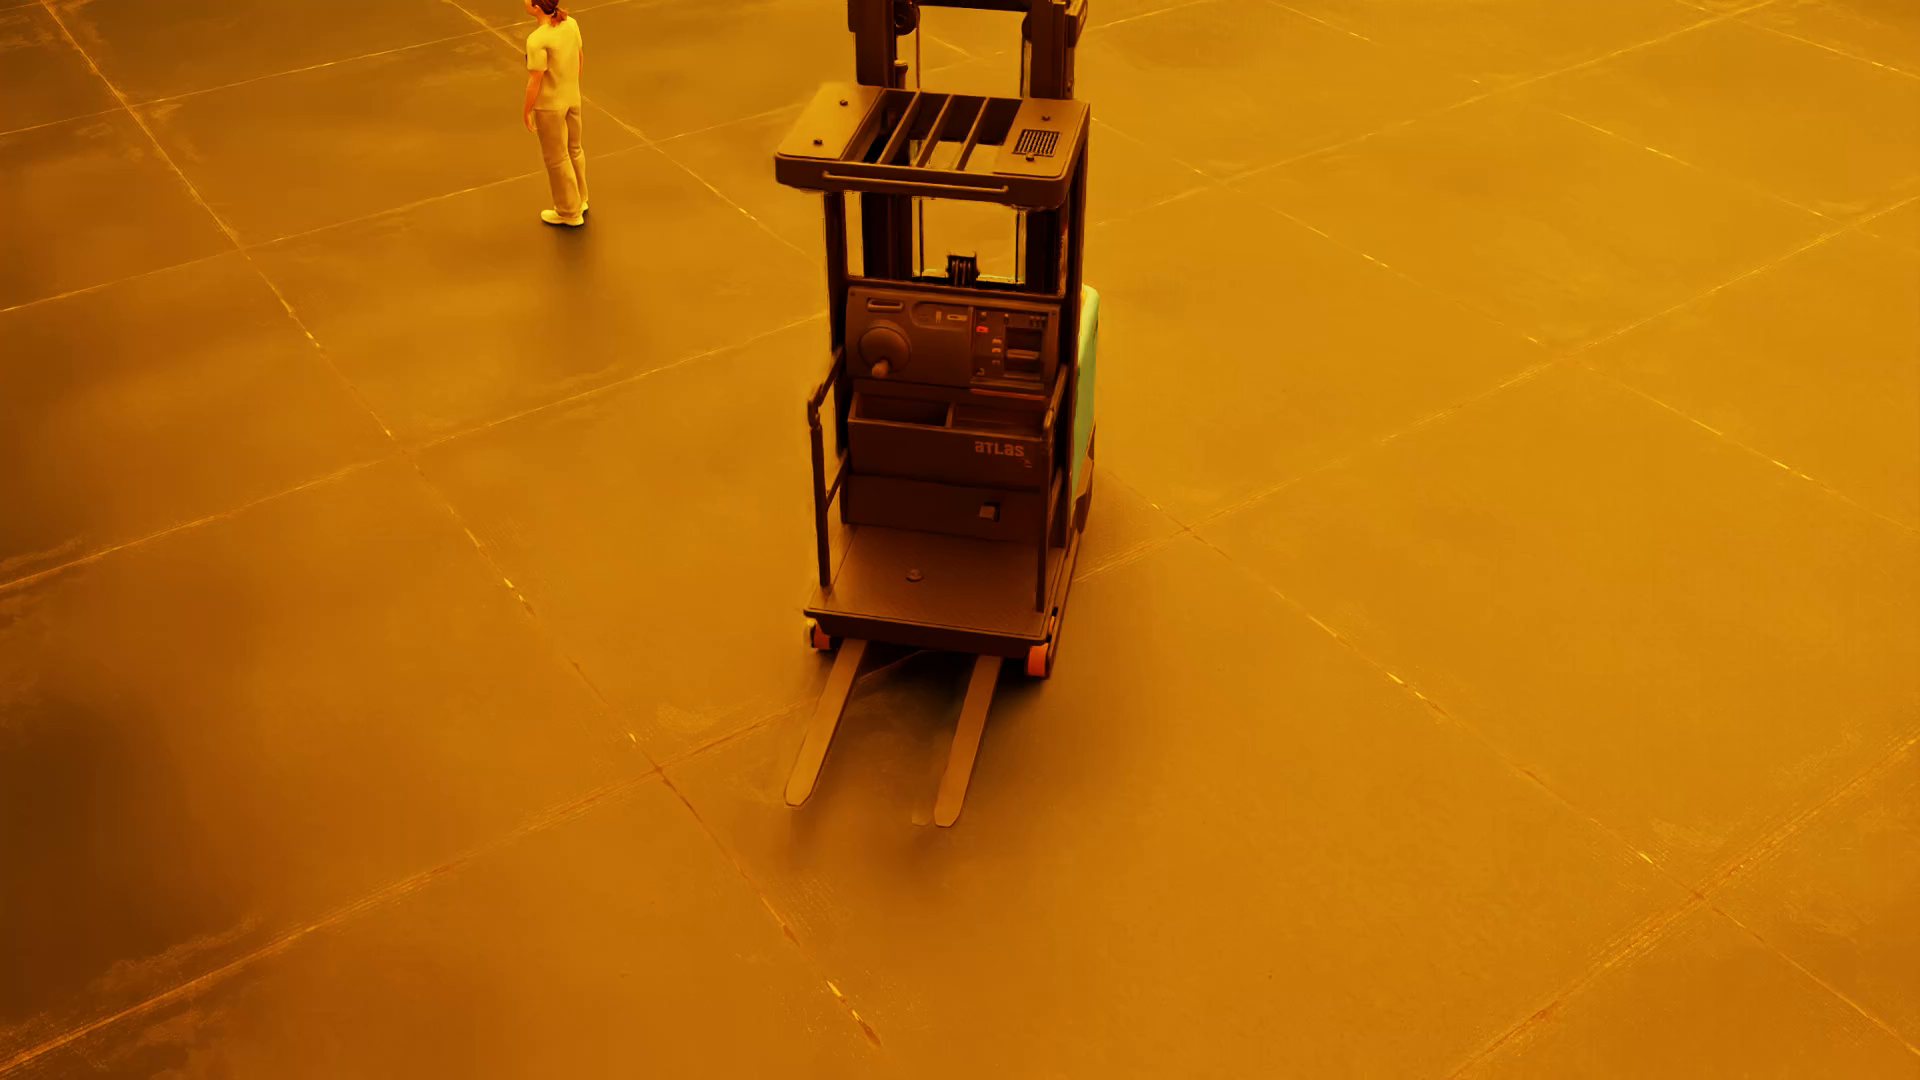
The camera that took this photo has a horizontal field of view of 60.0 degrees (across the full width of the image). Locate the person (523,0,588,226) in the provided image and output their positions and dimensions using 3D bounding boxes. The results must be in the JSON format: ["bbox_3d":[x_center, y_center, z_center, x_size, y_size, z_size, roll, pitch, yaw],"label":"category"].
[{"bbox_3d":[-2.684,-2.852,10.847,0.548,1.675,0.547,17,40,22],"label":"person"}]

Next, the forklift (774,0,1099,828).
[{"bbox_3d":[-0.076,-0.794,7.018,1.130,2.935,3.031,7,37,9],"label":"forklift"}]
